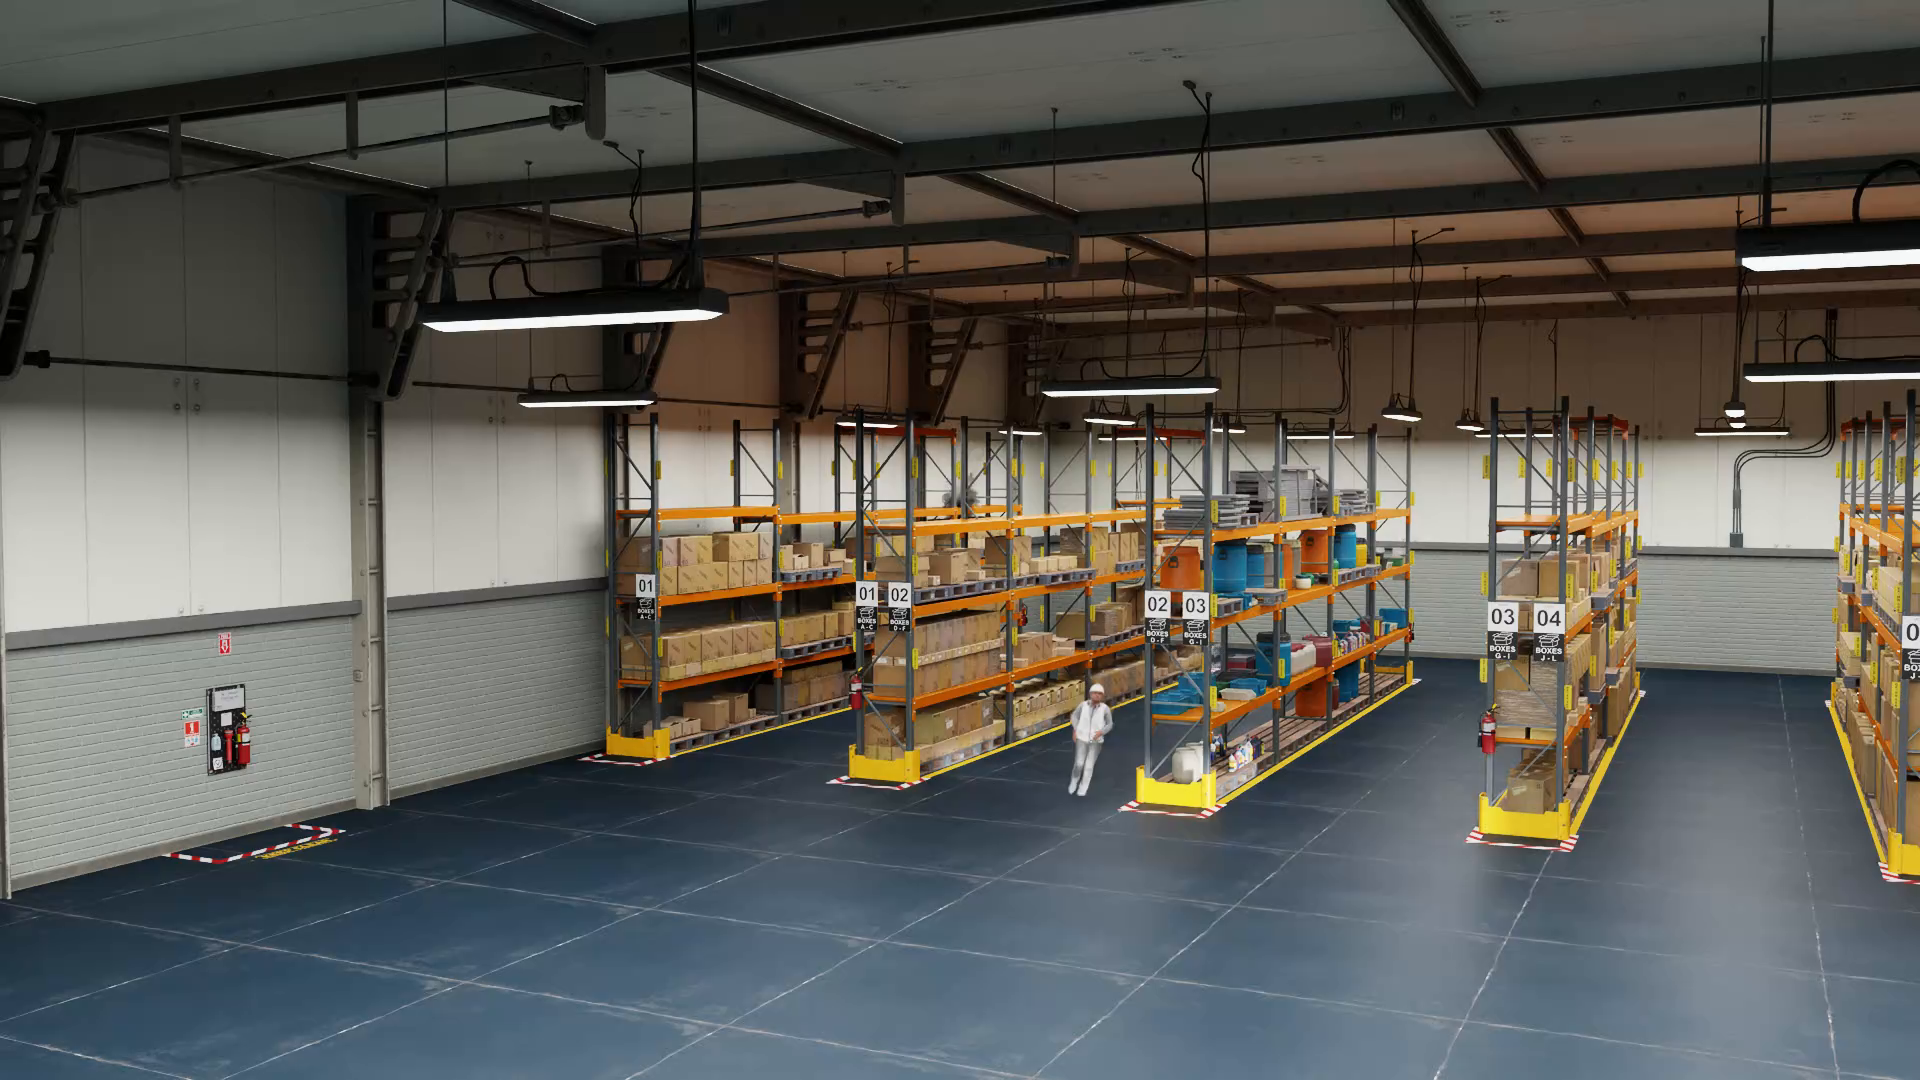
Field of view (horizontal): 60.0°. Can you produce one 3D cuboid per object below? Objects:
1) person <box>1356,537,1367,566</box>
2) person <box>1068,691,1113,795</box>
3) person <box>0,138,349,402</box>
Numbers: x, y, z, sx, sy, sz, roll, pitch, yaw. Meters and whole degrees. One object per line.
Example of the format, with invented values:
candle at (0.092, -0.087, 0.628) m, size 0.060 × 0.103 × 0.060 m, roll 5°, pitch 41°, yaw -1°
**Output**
person at (16.111, 1.390, 32.316) m, size 17.102 × 2.679 × 3.361 m, roll 1°, pitch 3°, yaw 24°
person at (1.995, 3.092, 25.488) m, size 0.694 × 1.673 × 0.576 m, roll 0°, pitch 2°, yaw 6°
person at (4.695, -0.641, 27.129) m, size 26.300 × 8.990 × 24.530 m, roll 1°, pitch 3°, yaw 17°
